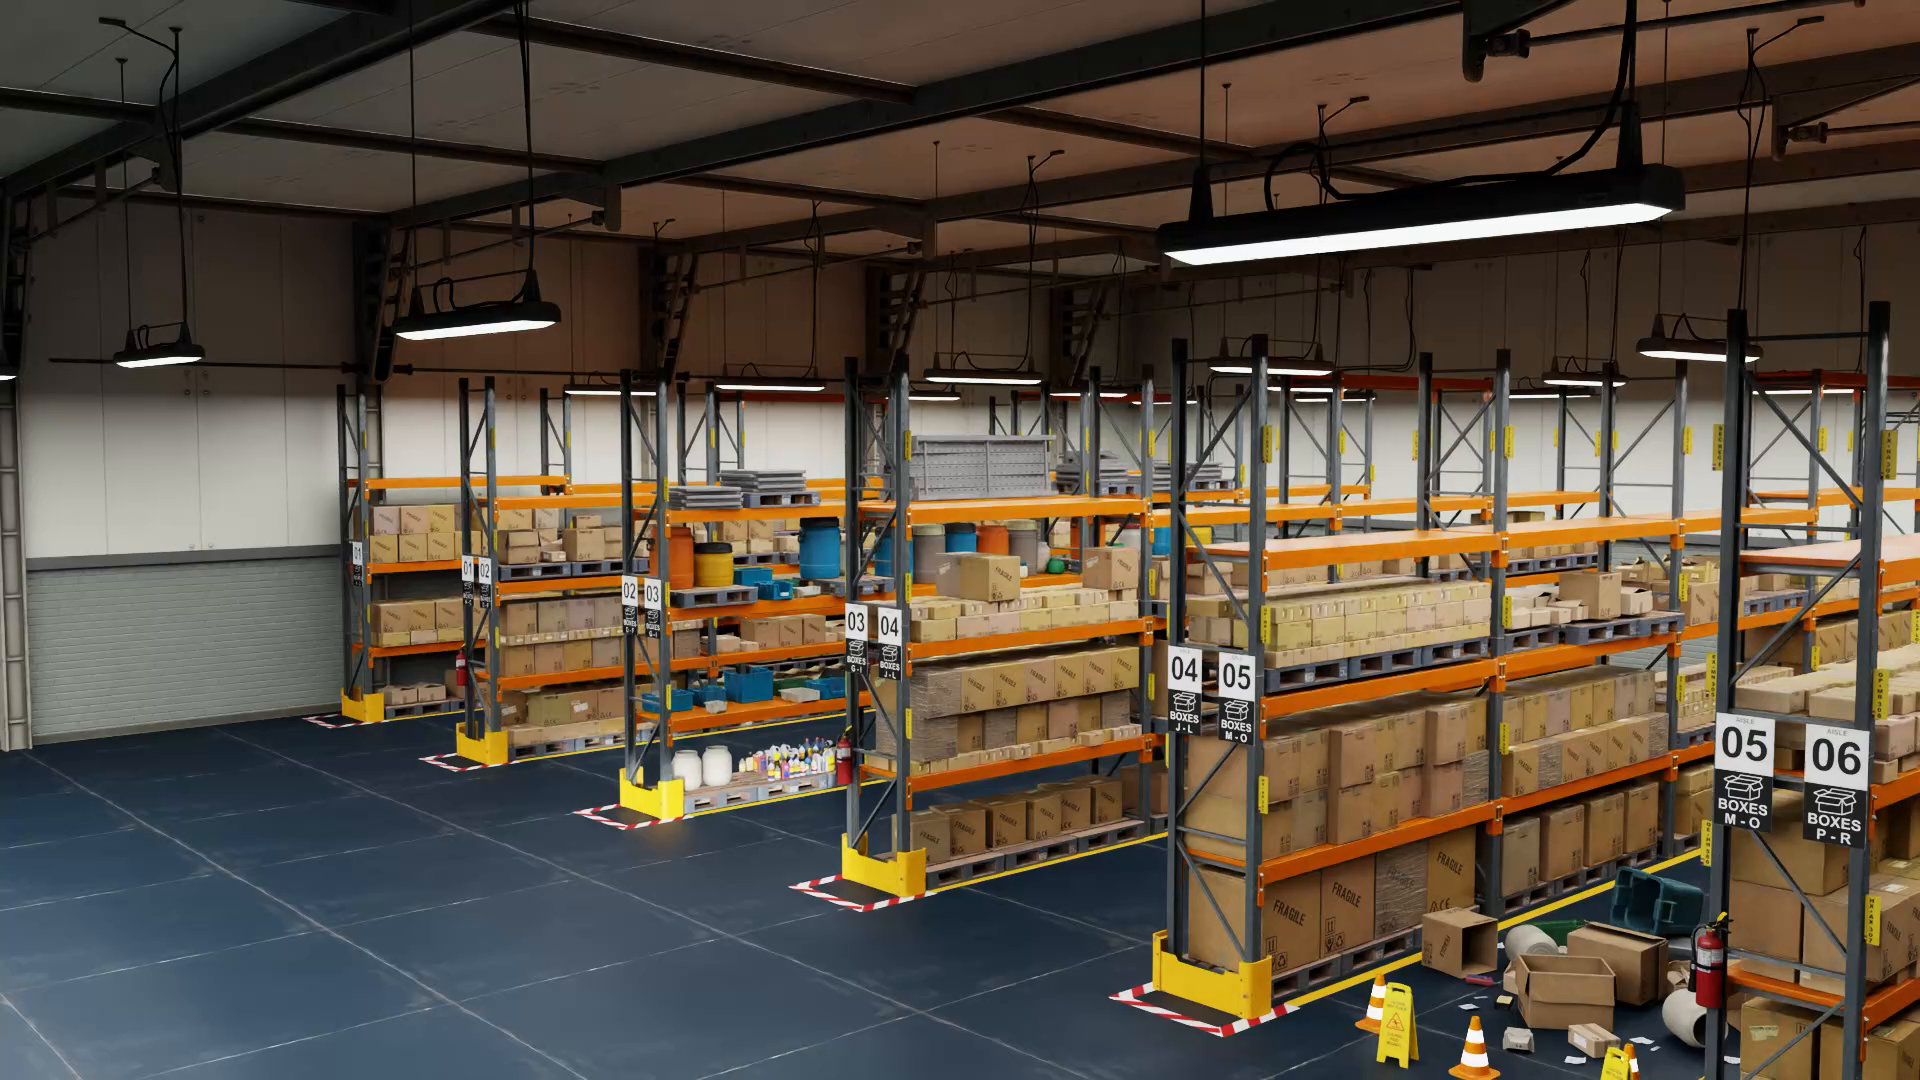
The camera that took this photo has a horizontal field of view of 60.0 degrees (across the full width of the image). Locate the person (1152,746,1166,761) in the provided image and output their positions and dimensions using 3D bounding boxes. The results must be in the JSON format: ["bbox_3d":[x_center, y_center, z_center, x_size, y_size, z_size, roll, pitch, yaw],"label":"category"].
[{"bbox_3d":[2.728,2.718,24.087,0.883,1.691,0.560,-2,4,-28],"label":"person"}]

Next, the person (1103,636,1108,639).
[{"bbox_3d":[3.672,1.724,39.635,0.529,1.607,1.046,4,5,43],"label":"person"}]

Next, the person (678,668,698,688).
[{"bbox_3d":[-5.198,2.233,31.189,0.489,1.756,0.603,-2,4,-31],"label":"person"}]
